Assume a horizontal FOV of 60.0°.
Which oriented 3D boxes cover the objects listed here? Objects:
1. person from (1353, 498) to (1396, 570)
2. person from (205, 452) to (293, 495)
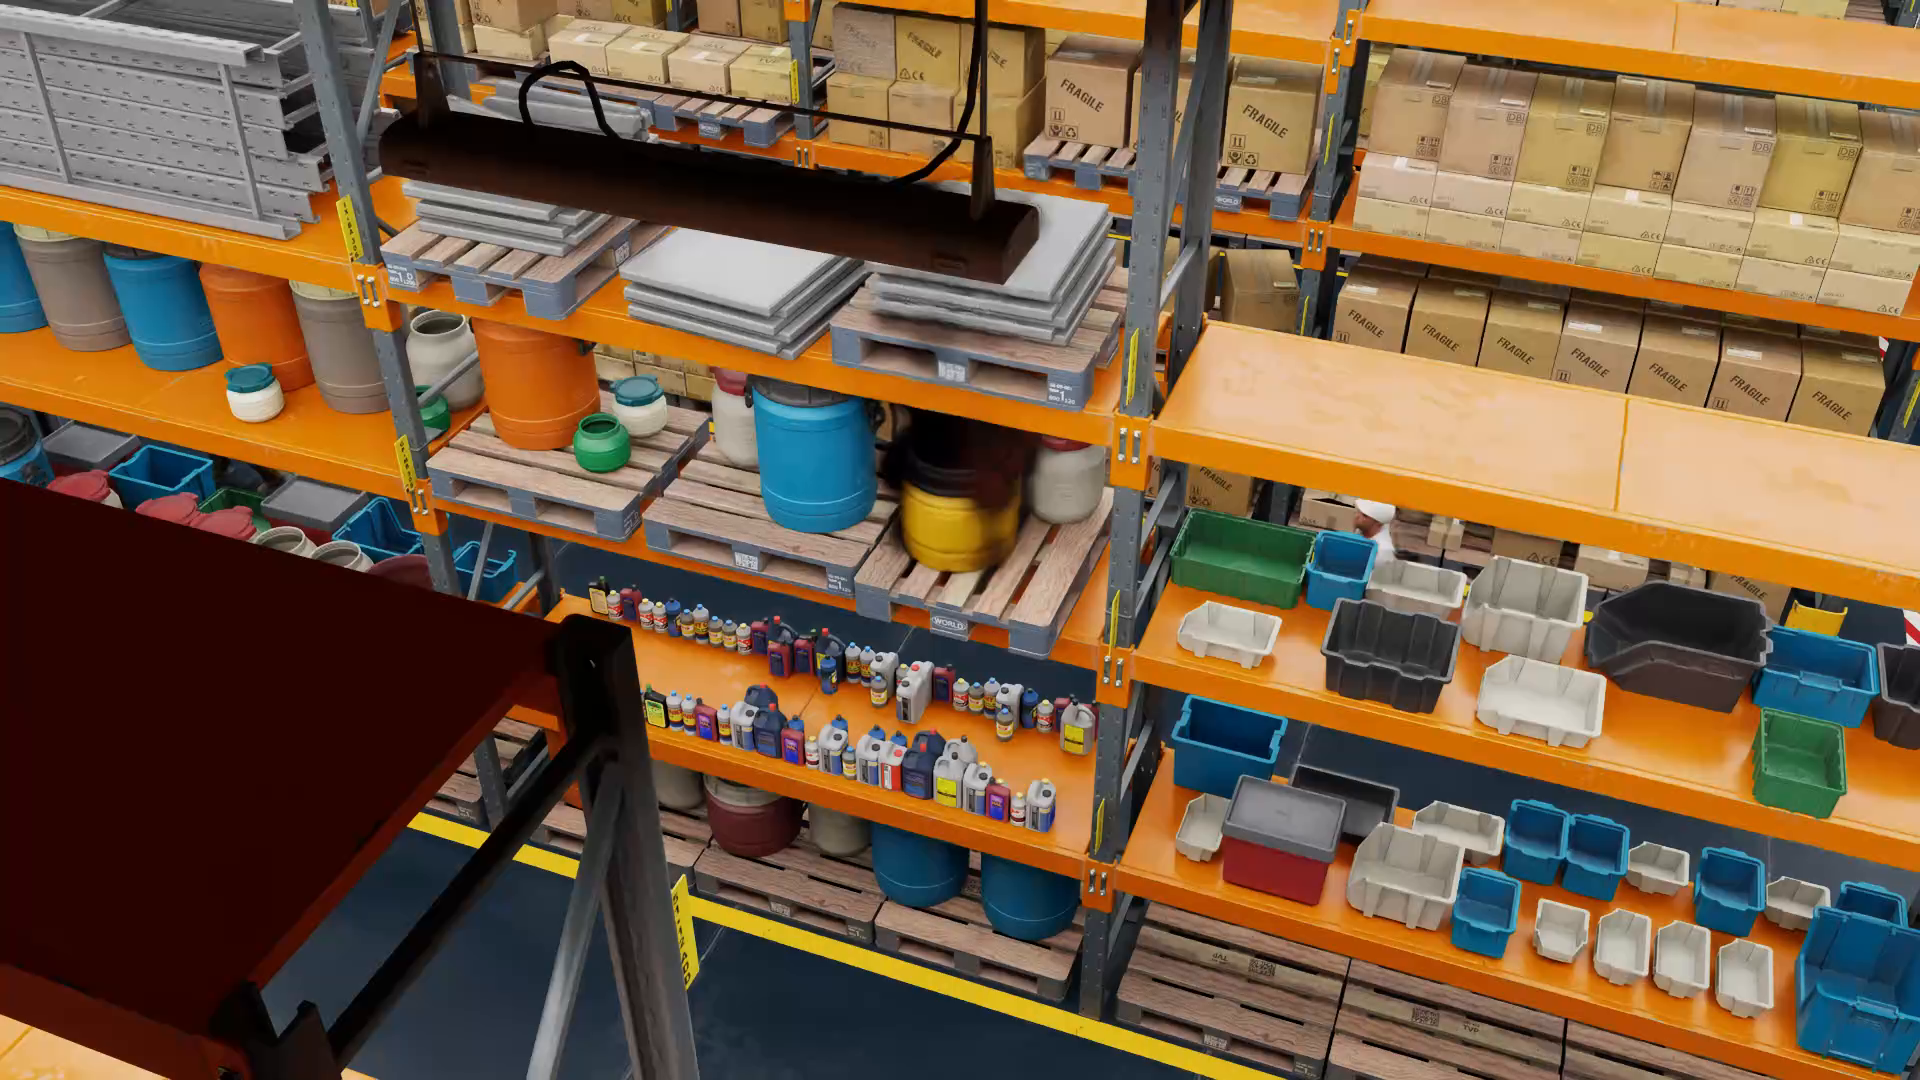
[{"bbox_3d":[2.798,0.413,11.375,0.656,1.758,0.649,5,37,6],"label":"person"},{"bbox_3d":[-5.963,-1.139,13.446,0.936,1.837,0.694,5,37,6],"label":"person"}]
